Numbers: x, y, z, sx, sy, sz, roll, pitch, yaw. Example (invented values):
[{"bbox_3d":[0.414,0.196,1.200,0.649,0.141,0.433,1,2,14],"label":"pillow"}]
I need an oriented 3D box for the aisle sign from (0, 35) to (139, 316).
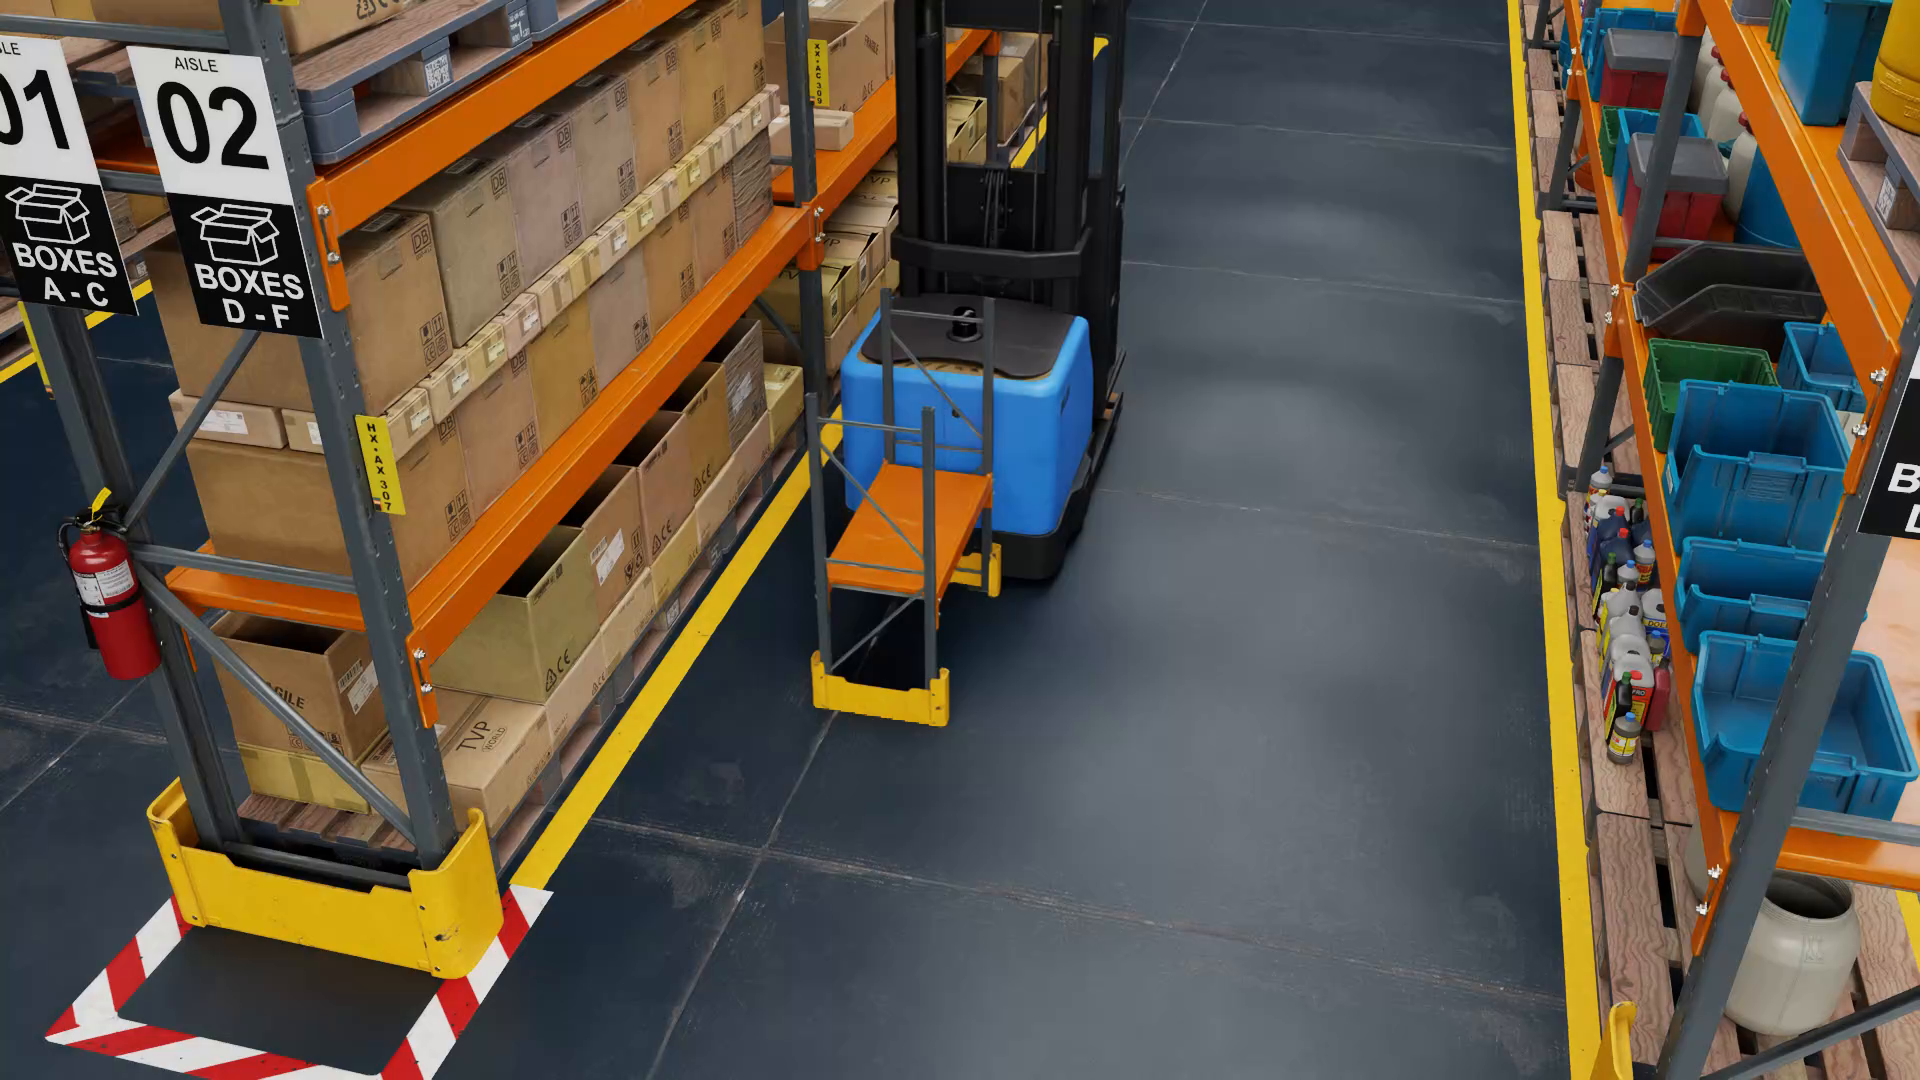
[{"bbox_3d":[-2.550,-1.003,4.608,0.394,0.787,0.004,8,33,12],"label":"aisle sign"}]

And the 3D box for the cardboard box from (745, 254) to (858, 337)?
[{"bbox_3d":[-0.888,-1.409,9.320,0.500,0.311,0.500,8,33,13],"label":"cardboard box"}]

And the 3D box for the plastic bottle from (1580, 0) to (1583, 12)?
[{"bbox_3d":[4.391,-3.787,11.596,0.097,0.201,0.097,0,32,0],"label":"plastic bottle"}]

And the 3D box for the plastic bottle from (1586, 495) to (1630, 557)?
[{"bbox_3d":[2.996,-0.058,7.674,0.152,0.276,0.135,9,34,14],"label":"plastic bottle"}]

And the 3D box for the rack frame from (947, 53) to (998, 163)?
[{"bbox_3d":[-0.219,-4.051,11.827,1.000,3.000,0.127,8,33,12],"label":"rack frame"}]

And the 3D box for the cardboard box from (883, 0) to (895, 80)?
[{"bbox_3d":[-0.629,-3.220,10.427,0.500,0.500,0.500,6,33,10],"label":"cardboard box"}]

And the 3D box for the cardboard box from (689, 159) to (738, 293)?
[{"bbox_3d":[-1.468,-1.512,7.739,0.700,0.500,0.500,8,33,12],"label":"cardboard box"}]

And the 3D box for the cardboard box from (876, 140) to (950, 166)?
[{"bbox_3d":[-0.370,-2.467,10.984,0.500,0.311,0.500,8,33,12],"label":"cardboard box"}]

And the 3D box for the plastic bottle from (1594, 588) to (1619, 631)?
[{"bbox_3d":[2.808,0.300,7.180,0.097,0.201,0.097,0,32,0],"label":"plastic bottle"}]

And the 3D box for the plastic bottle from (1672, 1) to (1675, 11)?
[{"bbox_3d":[4.986,-3.719,11.489,0.097,0.201,0.097,0,32,0],"label":"plastic bottle"}]

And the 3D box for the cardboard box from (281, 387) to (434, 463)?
[{"bbox_3d":[-1.941,-0.390,5.370,0.380,0.149,0.250,8,33,12],"label":"cardboard box"}]

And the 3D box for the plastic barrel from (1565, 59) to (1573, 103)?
[{"bbox_3d":[5.022,-3.650,13.122,0.421,0.512,0.421,0,32,0],"label":"plastic barrel"}]

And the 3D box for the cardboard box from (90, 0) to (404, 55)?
[{"bbox_3d":[-2.099,-1.743,4.782,0.797,0.503,0.637,10,34,16],"label":"cardboard box"}]

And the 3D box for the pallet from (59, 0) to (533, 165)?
[{"bbox_3d":[-2.045,-1.492,5.087,1.003,0.211,1.213,8,33,12],"label":"pallet"}]

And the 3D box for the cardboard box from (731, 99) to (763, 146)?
[{"bbox_3d":[-1.161,-1.993,7.891,0.380,0.149,0.250,7,33,11],"label":"cardboard box"}]

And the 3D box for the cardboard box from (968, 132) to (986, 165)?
[{"bbox_3d":[-0.117,-2.762,11.970,0.500,0.250,0.500,9,33,14],"label":"cardboard box"}]

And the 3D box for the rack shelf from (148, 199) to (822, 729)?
[{"bbox_3d":[-1.742,-0.634,7.122,1.077,0.370,4.000,8,33,12],"label":"rack shelf"}]

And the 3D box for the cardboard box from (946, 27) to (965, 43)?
[{"bbox_3d":[-0.180,-3.441,11.101,0.380,0.149,0.250,8,33,12],"label":"cardboard box"}]

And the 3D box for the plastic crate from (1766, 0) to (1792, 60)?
[{"bbox_3d":[2.892,-1.694,5.520,0.336,0.188,0.450,8,33,12],"label":"plastic crate"}]

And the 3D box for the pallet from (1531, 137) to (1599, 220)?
[{"bbox_3d":[4.731,-2.613,12.163,1.003,0.211,1.213,8,33,12],"label":"pallet"}]

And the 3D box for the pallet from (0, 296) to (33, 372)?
[{"bbox_3d":[-6.163,-1.118,9.812,1.003,0.211,1.213,8,33,12],"label":"pallet"}]

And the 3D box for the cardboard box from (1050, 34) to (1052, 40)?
[{"bbox_3d":[0.560,-4.183,13.954,0.500,0.500,0.500,7,33,11],"label":"cardboard box"}]

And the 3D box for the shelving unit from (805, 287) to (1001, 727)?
[{"bbox_3d":[-0.218,-0.159,7.102,0.587,1.500,1.083,8,33,12],"label":"shelving unit"}]

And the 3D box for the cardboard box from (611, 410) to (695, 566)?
[{"bbox_3d":[-1.515,-0.259,7.334,0.500,0.500,0.500,8,33,12],"label":"cardboard box"}]

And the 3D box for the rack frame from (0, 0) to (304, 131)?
[{"bbox_3d":[-2.249,-2.431,3.687,1.000,3.000,0.127,8,33,12],"label":"rack frame"}]

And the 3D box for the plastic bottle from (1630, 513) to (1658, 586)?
[{"bbox_3d":[3.089,0.015,7.489,0.144,0.351,0.185,8,33,12],"label":"plastic bottle"}]

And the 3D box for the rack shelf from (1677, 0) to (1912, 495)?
[{"bbox_3d":[3.049,-1.224,5.253,1.077,0.370,4.000,8,33,12],"label":"rack shelf"}]

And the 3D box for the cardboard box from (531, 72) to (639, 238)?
[{"bbox_3d":[-1.723,-1.553,6.594,0.700,0.500,0.500,8,33,12],"label":"cardboard box"}]

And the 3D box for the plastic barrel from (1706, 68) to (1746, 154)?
[{"bbox_3d":[4.197,-2.204,8.794,0.433,0.535,0.433,0,32,0],"label":"plastic barrel"}]

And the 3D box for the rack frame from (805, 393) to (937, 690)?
[{"bbox_3d":[-0.342,0.111,6.678,0.500,1.500,0.032,8,33,12],"label":"rack frame"}]

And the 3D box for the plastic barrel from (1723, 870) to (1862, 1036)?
[{"bbox_3d":[2.634,1.297,5.341,0.421,0.512,0.421,0,32,0],"label":"plastic barrel"}]

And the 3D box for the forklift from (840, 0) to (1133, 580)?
[{"bbox_3d":[0.289,-1.833,8.401,1.130,2.935,3.031,8,33,12],"label":"forklift"}]

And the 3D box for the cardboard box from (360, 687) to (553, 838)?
[{"bbox_3d":[-1.898,0.835,6.311,0.500,0.250,0.500,8,33,12],"label":"cardboard box"}]

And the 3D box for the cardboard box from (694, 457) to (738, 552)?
[{"bbox_3d":[-1.389,-0.202,7.944,0.500,0.250,0.500,8,33,12],"label":"cardboard box"}]

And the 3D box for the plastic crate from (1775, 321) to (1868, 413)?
[{"bbox_3d":[3.538,-0.625,6.576,0.499,0.251,0.616,8,33,12],"label":"plastic crate"}]

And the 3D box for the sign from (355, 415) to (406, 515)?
[{"bbox_3d":[-1.714,-0.220,4.919,0.100,0.325,0.005,8,33,12],"label":"sign"}]

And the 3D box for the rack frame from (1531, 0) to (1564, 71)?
[{"bbox_3d":[5.586,-5.451,14.028,1.000,3.000,0.127,8,33,12],"label":"rack frame"}]

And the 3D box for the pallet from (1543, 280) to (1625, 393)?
[{"bbox_3d":[4.026,-1.170,9.894,1.003,0.211,1.213,8,33,12],"label":"pallet"}]

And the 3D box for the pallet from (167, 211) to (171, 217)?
[{"bbox_3d":[-5.523,-2.510,12.002,1.003,0.211,1.213,8,33,12],"label":"pallet"}]

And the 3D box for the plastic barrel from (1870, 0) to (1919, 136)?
[{"bbox_3d":[2.707,-1.355,4.222,0.600,0.588,0.600,0,32,0],"label":"plastic barrel"}]

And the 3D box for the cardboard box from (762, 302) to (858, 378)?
[{"bbox_3d":[-0.892,-1.168,9.463,0.500,0.250,0.500,7,33,11],"label":"cardboard box"}]

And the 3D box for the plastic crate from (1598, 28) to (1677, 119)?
[{"bbox_3d":[3.865,-2.605,9.492,0.402,0.464,0.583,8,33,12],"label":"plastic crate"}]

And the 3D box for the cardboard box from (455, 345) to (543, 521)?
[{"bbox_3d":[-1.990,-0.456,6.078,0.700,0.500,0.500,9,34,14],"label":"cardboard box"}]

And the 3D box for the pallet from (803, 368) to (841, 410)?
[{"bbox_3d":[-1.085,-1.186,9.919,1.003,0.211,1.213,8,33,12],"label":"pallet"}]

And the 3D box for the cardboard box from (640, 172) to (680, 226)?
[{"bbox_3d":[-1.420,-1.462,7.057,0.380,0.149,0.250,9,34,14],"label":"cardboard box"}]

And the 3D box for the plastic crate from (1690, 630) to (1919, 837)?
[{"bbox_3d":[2.379,0.539,4.745,0.499,0.251,0.616,8,33,12],"label":"plastic crate"}]

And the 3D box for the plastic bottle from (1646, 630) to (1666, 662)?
[{"bbox_3d":[2.875,0.467,6.917,0.097,0.201,0.097,0,32,0],"label":"plastic bottle"}]

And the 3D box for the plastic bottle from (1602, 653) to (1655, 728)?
[{"bbox_3d":[2.674,0.601,6.638,0.152,0.276,0.135,8,33,13],"label":"plastic bottle"}]

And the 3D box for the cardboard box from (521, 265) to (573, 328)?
[{"bbox_3d":[-1.681,-0.926,6.213,0.380,0.149,0.250,7,33,11],"label":"cardboard box"}]
